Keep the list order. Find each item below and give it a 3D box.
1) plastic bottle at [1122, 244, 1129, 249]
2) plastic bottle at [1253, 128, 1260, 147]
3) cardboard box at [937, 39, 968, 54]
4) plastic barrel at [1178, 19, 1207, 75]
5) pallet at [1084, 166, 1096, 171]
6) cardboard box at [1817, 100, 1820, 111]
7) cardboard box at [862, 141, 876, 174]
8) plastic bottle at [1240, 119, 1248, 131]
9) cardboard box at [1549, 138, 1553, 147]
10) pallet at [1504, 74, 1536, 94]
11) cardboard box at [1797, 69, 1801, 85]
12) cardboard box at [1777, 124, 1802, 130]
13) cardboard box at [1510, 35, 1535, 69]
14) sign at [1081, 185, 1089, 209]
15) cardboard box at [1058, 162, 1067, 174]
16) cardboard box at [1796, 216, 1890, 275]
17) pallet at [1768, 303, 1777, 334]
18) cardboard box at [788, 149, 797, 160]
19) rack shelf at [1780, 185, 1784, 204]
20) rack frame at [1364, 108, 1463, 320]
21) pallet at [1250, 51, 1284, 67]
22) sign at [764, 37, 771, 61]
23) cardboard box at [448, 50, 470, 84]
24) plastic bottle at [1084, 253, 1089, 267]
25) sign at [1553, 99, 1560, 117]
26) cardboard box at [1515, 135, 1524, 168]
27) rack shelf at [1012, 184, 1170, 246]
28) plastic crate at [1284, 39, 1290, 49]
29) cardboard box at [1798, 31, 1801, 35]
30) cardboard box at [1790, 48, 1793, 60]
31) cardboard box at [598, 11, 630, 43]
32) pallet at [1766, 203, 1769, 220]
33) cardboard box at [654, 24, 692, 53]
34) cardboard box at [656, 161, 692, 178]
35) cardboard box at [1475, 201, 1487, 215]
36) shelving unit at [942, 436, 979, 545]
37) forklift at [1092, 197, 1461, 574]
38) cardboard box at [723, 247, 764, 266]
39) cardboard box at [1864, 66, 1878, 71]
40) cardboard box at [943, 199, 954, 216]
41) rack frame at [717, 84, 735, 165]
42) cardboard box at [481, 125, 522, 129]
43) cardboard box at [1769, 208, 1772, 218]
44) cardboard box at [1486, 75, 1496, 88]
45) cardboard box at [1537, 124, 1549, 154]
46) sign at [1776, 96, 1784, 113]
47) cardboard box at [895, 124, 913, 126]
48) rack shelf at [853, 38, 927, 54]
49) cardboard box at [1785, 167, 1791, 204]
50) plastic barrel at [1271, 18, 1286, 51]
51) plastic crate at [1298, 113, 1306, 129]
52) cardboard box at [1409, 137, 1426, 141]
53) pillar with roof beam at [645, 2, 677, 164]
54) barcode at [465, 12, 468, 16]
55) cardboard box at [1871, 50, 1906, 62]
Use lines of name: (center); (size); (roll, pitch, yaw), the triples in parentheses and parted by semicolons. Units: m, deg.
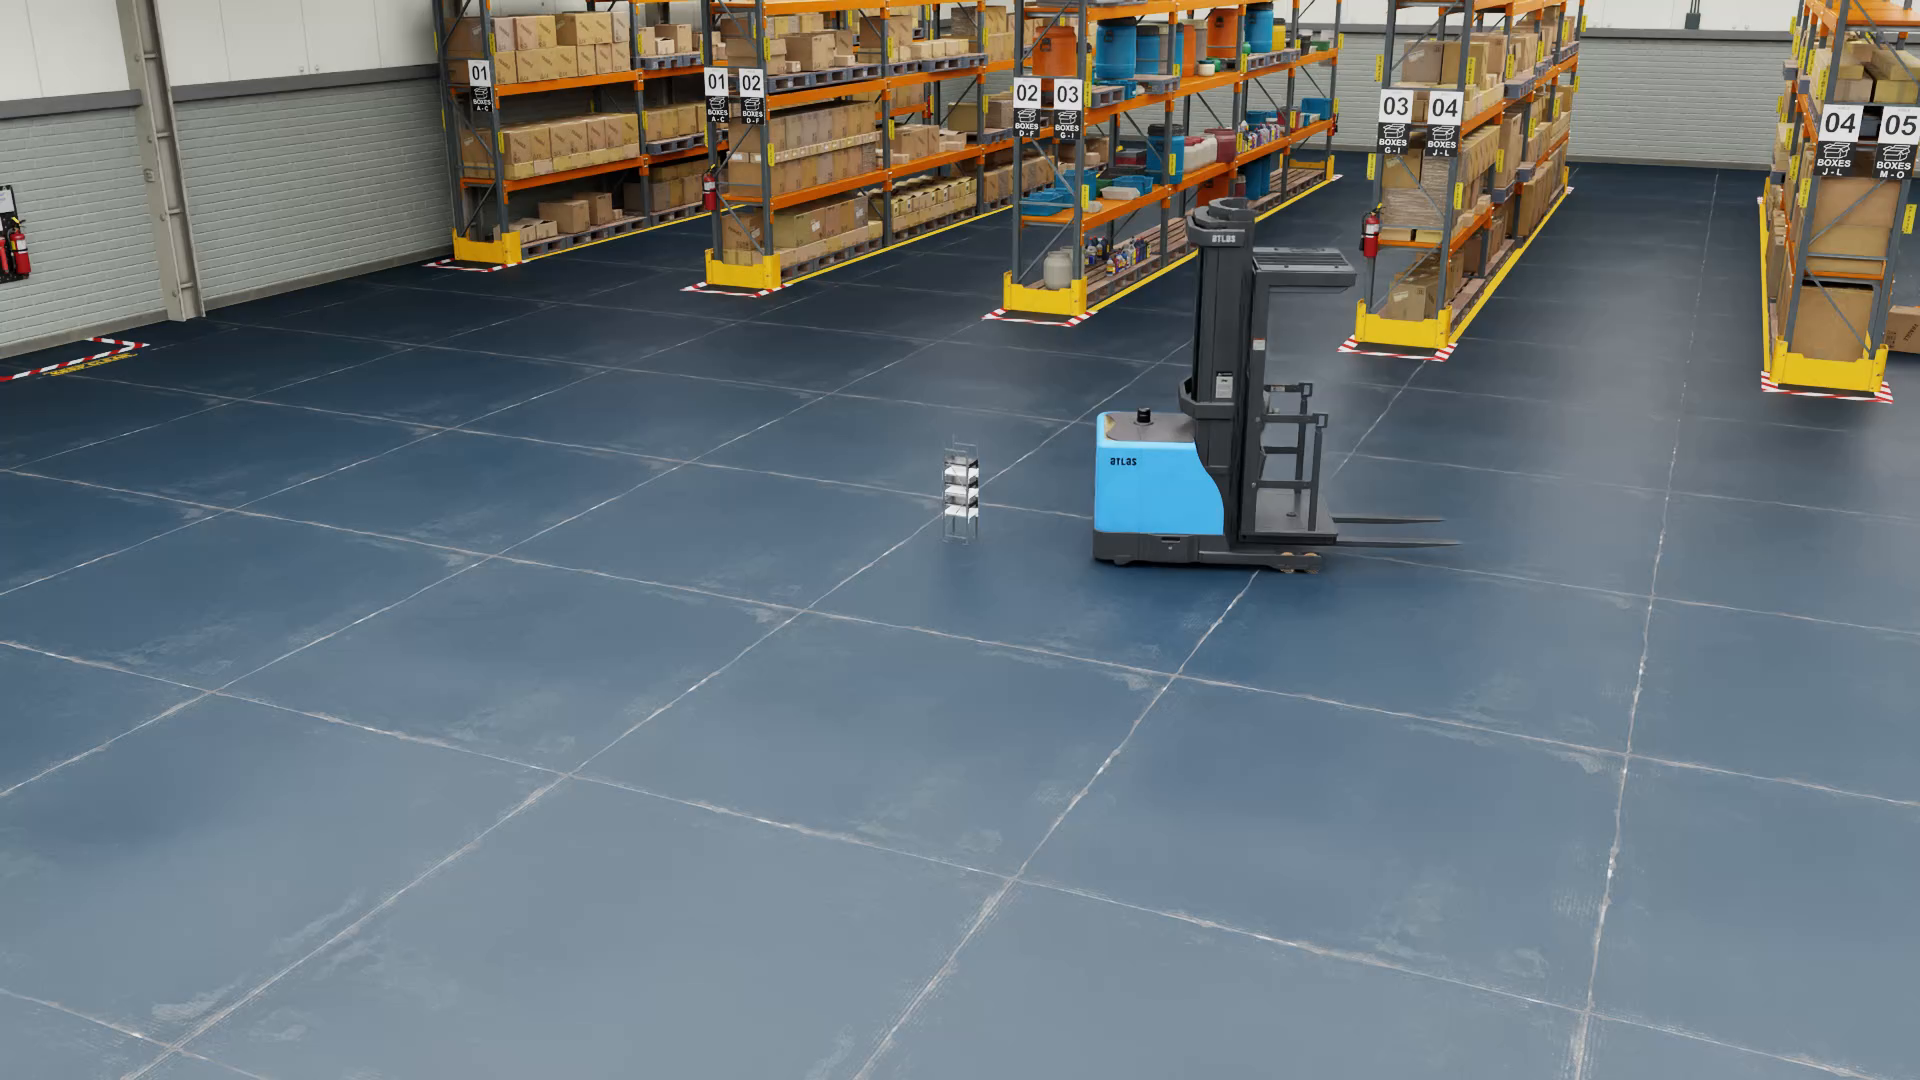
plastic bottle: (2.629, -4.517, 26.102); (0.152, 0.276, 0.135); (9, 21, 23)
plastic bottle: (5.601, -7.635, 31.535); (0.144, 0.351, 0.185); (9, 21, 23)
cardboard box: (-0.160, -9.173, 30.907); (0.500, 0.250, 0.500); (7, 21, 19)
plastic barrel: (3.957, -8.527, 28.743); (0.600, 0.901, 0.600); (0, 20, 0)
pallet: (2.392, -8.272, 37.414); (1.003, 0.211, 1.213); (9, 21, 23)
cardboard box: (10.149, -5.027, 19.249); (0.380, 0.149, 0.250); (9, 21, 23)
cardboard box: (-1.840, -6.467, 28.028); (0.700, 0.500, 0.500); (8, 21, 21)
plastic bottle: (5.673, -8.223, 33.186); (0.144, 0.351, 0.185); (9, 21, 23)
cardboard box: (11.073, -7.568, 31.647); (0.380, 0.149, 0.250); (9, 21, 23)
pallet: (8.144, -7.012, 25.514); (1.213, 0.211, 1.003); (9, 21, 23)
cardboard box: (13.689, -7.532, 26.545); (0.500, 0.500, 0.500); (9, 21, 23)
cardboard box: (14.442, -7.147, 28.948); (0.380, 0.149, 0.250); (9, 22, 24)
cardboard box: (8.843, -7.776, 26.486); (0.500, 0.500, 0.500); (8, 21, 23)
sign: (1.716, -4.707, 22.813); (0.100, 0.325, 0.005); (9, 21, 23)
cardboard box: (1.981, -8.041, 35.959); (0.500, 0.311, 0.500); (9, 21, 23)
cardboard box: (10.329, -3.452, 19.475); (0.875, 0.550, 0.550); (9, 21, 23)
pallet: (11.473, -2.949, 22.446); (1.003, 0.211, 1.213); (9, 21, 23)
cardboard box: (-2.736, -5.934, 25.560); (0.380, 0.149, 0.250); (9, 21, 23)
rack shelf: (14.313, -5.980, 27.880); (1.077, 0.370, 4.000); (9, 21, 23)
rack frame: (5.734, -3.973, 21.165); (1.000, 3.000, 0.127); (9, 21, 23)
pallet: (5.436, -9.045, 31.232); (1.003, 0.211, 1.213); (9, 21, 23)
sign: (-2.798, -7.118, 24.108); (0.100, 0.325, 0.005); (9, 21, 23)
cardboard box: (-7.883, -7.644, 26.832); (0.500, 0.500, 0.500); (10, 22, 27)
plastic bottle: (1.945, -4.327, 25.679); (0.097, 0.201, 0.097); (0, 20, 0)
sign: (11.147, -8.078, 31.098); (0.100, 0.325, 0.005); (9, 21, 23)
cardboard box: (8.688, -6.309, 26.956); (0.700, 0.500, 0.500); (12, 23, 31)
rack shelf: (2.035, -4.925, 24.915); (1.077, 0.370, 4.000); (9, 21, 23)
plastic crate: (6.578, -10.266, 34.560); (0.437, 0.282, 0.530); (9, 21, 23)
cardboard box: (15.171, -8.992, 29.683); (0.380, 0.149, 0.250); (9, 21, 23)
cardboard box: (16.353, -9.393, 32.152); (0.500, 0.250, 0.500); (9, 22, 25)
cardboard box: (-6.142, -8.986, 29.111); (0.500, 0.500, 0.500); (7, 21, 18)
pallet: (15.873, -6.201, 31.590); (1.003, 0.211, 1.213); (9, 21, 23)
cardboard box: (-5.383, -9.426, 31.246); (0.500, 0.500, 0.500); (8, 21, 21)
cardboard box: (-5.512, -7.140, 32.023); (0.500, 0.250, 0.500); (8, 21, 21)
cardboard box: (7.284, -4.737, 23.686); (0.380, 0.149, 0.250); (9, 21, 23)
shelving unit: (0.003, -0.426, 14.325); (0.258, 0.900, 0.210); (9, 21, 23)
forklift: (2.650, -1.291, 13.724); (3.031, 2.935, 1.130); (1, 20, 4)
cardboard box: (-3.352, -4.441, 25.955); (0.500, 0.250, 0.500); (9, 21, 23)
cardboard box: (11.475, -5.720, 20.602); (0.500, 0.250, 0.500); (8, 21, 22)
cardboard box: (-0.435, -6.176, 30.835); (0.500, 0.250, 0.500); (9, 22, 24)
rack frame: (-4.547, -8.458, 33.774); (1.000, 3.000, 0.127); (9, 21, 23)
cardboard box: (-7.608, -6.630, 27.710); (0.500, 0.500, 0.500); (9, 21, 23)
cardboard box: (14.982, -5.951, 30.355); (0.380, 0.149, 0.250); (9, 21, 23)
cardboard box: (7.197, -6.342, 22.977); (0.380, 0.149, 0.250); (8, 21, 21)
cardboard box: (10.497, -7.358, 30.533); (0.500, 0.500, 0.500); (9, 22, 24)
sign: (16.275, -8.635, 32.981); (0.100, 0.325, 0.005); (9, 21, 23)
cardboard box: (-1.352, -9.937, 40.070); (0.380, 0.149, 0.250); (8, 21, 22)
rack shelf: (-2.090, -11.366, 38.550); (1.077, 0.370, 4.000); (9, 21, 23)
cardboard box: (12.445, -5.192, 24.443); (0.500, 0.500, 0.500); (8, 21, 22)
plastic barrel: (5.941, -9.714, 31.923); (0.600, 0.588, 0.600); (0, 20, 0)
plastic crate: (6.923, -8.735, 34.642); (0.437, 0.282, 0.530); (9, 21, 23)
cardboard box: (6.141, -5.140, 22.359); (0.500, 0.500, 0.500); (9, 21, 23)
pillar with roof beam: (-1.941, -10.415, 30.325); (9.100, 9.000, 0.400); (9, 21, 23)
barcode: (-7.988, -8.512, 26.914); (0.001, 0.075, 0.075); (9, 21, 23)
cardboard box: (11.997, -6.245, 21.484); (0.380, 0.149, 0.250); (8, 21, 22)
